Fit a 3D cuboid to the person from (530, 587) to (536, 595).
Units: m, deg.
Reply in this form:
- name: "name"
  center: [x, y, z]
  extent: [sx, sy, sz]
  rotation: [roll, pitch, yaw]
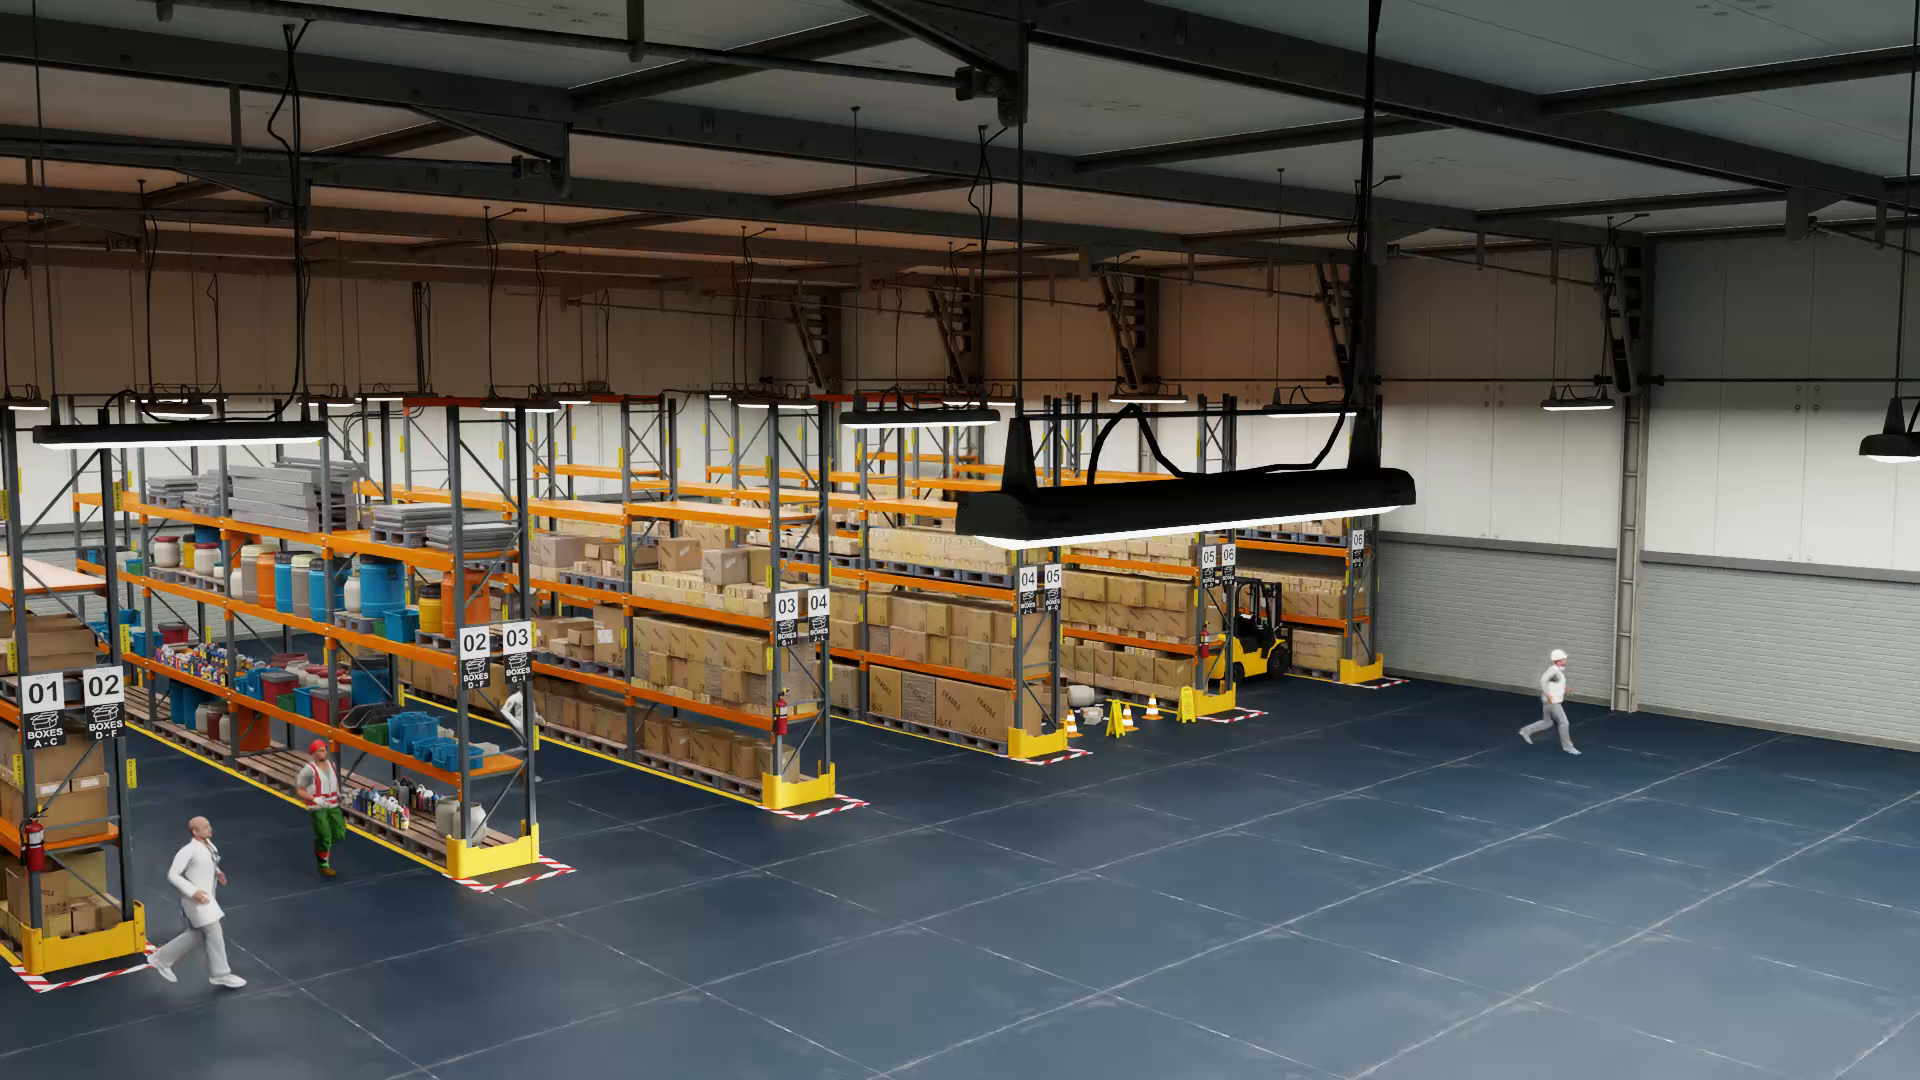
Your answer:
- name: "person"
  center: [-10.494, 1.528, 40.845]
  extent: [0.930, 1.724, 0.738]
  rotation: [-1, 6, -8]

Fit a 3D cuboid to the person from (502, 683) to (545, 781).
- name: "person"
  center: [-6.947, 2.967, 26.364]
  extent: [0.762, 1.684, 0.618]
  rotation: [3, 6, 31]

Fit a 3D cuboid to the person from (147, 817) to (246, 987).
- name: "person"
  center: [-7.948, 3.754, 17.295]
  extent: [0.977, 1.792, 0.724]
  rotation: [-1, 6, -9]

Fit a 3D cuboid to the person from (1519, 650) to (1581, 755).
- name: "person"
  center: [10.016, 2.729, 28.179]
  extent: [1.010, 1.774, 0.674]
  rotation: [2, 6, 21]

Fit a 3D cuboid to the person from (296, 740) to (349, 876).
- name: "person"
  center: [-8.162, 3.417, 21.262]
  extent: [0.600, 1.740, 0.650]
  rotation: [3, 6, 29]
